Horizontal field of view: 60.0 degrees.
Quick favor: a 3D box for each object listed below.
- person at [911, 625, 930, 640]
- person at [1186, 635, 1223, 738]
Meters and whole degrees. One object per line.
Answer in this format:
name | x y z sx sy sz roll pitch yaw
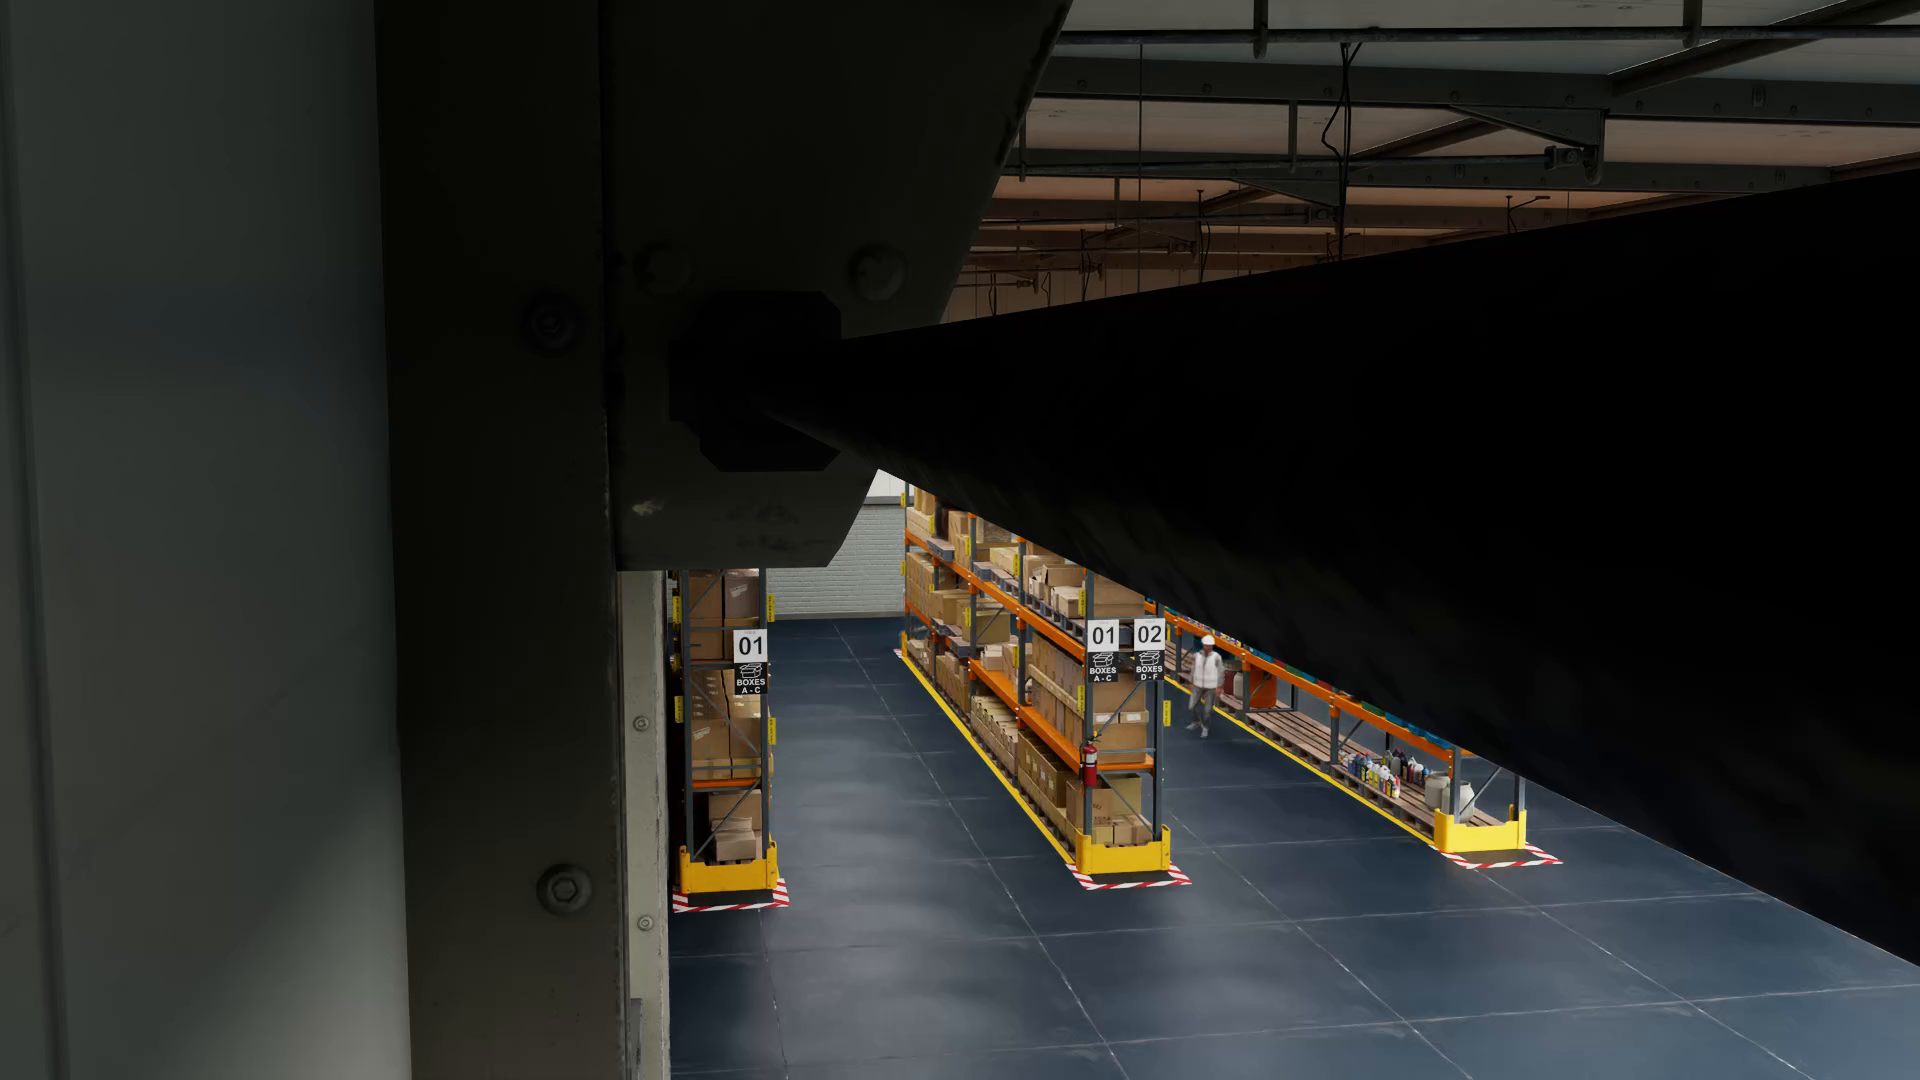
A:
person | -0.788 1.630 37.596 0.648 1.679 0.608 0 6 3
person | 4.193 2.505 28.519 0.642 1.794 0.468 2 6 21
